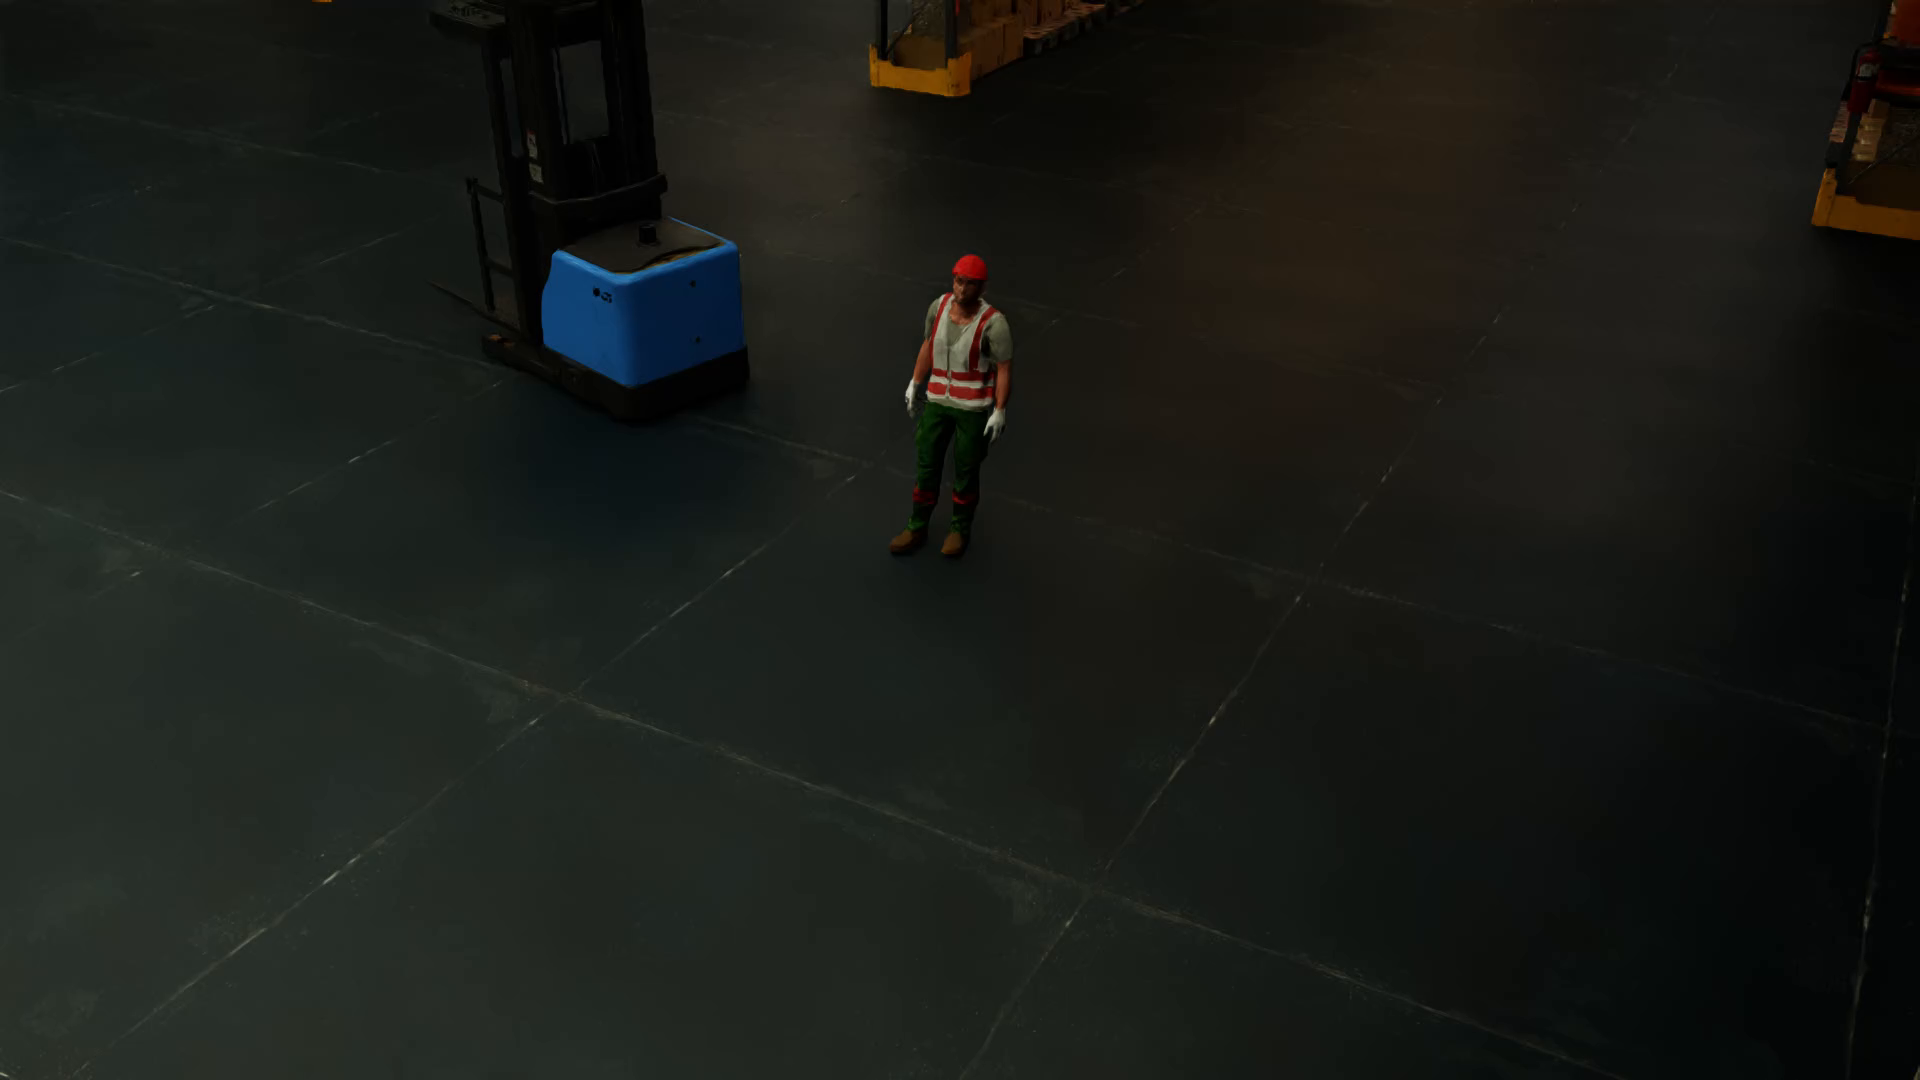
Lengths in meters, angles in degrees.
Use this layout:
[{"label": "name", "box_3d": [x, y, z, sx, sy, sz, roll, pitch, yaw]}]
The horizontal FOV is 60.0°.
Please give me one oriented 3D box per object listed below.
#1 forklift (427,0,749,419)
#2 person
[{"label": "forklift", "box_3d": [-2.905, -2.727, 11.795, 3.031, 2.935, 1.130, 26, 39, 38]}, {"label": "person", "box_3d": [-0.049, -0.748, 9.496, 0.637, 1.787, 0.563, 15, 33, 25]}]
